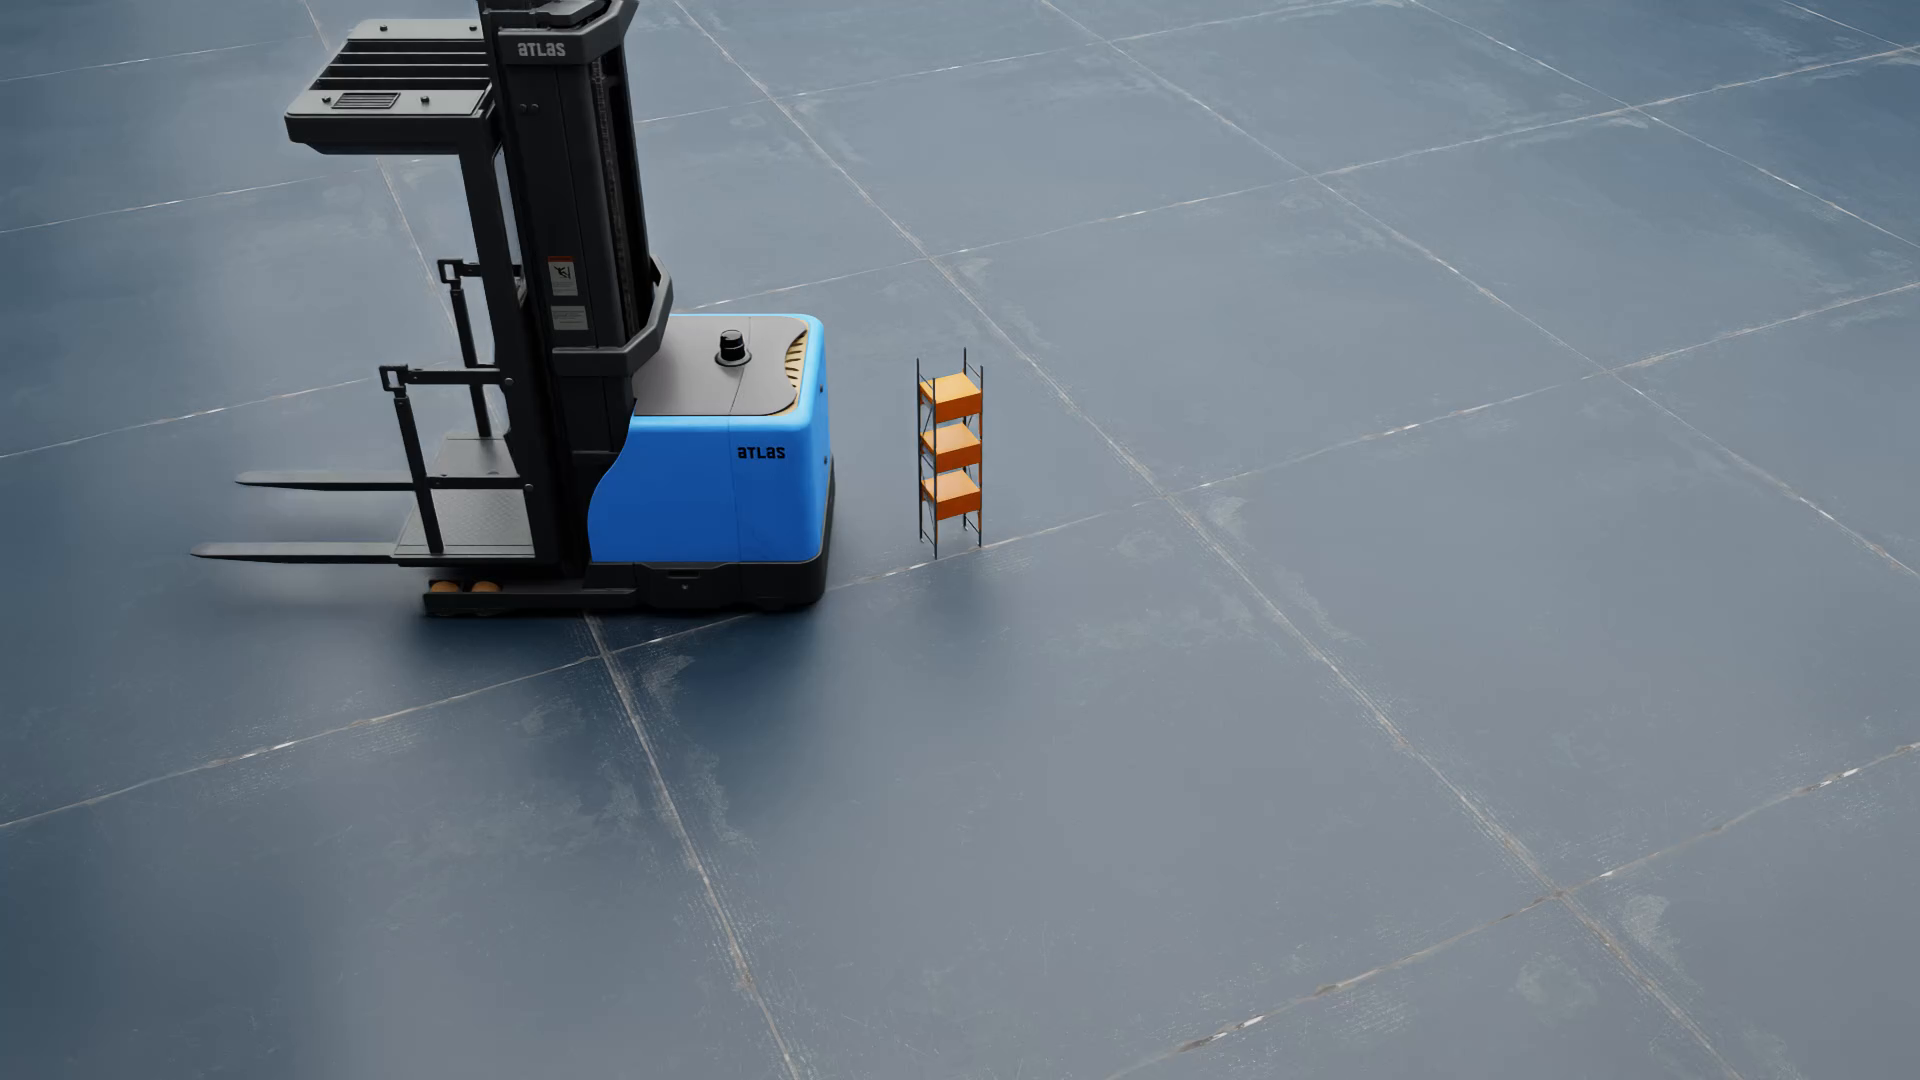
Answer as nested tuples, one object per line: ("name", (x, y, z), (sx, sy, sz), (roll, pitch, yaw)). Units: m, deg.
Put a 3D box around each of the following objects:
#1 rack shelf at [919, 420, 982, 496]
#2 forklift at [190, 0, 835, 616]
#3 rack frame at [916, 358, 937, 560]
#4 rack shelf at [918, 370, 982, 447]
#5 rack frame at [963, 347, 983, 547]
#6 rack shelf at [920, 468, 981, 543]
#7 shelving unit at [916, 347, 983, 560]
("rack shelf", (-0.048, -0.400, 8.068), (0.240, 0.259, 0.215), (-16, 39, -20))
("forklift", (-2.163, -1.131, 7.457), (3.031, 2.935, 1.130), (0, 37, 0))
("rack frame", (-0.159, -0.377, 8.020), (0.008, 1.050, 0.200), (-16, 39, -20))
("rack shelf", (-0.048, -0.628, 7.899), (0.240, 0.259, 0.215), (-16, 39, -20))
("rack frame", (0.062, -0.439, 8.104), (0.008, 1.050, 0.200), (-16, 39, -20))
("rack shelf", (-0.048, -0.176, 8.234), (0.240, 0.259, 0.215), (-16, 39, -20))
("shelving unit", (-0.048, -0.408, 8.062), (0.252, 1.050, 0.215), (-16, 39, -20))
